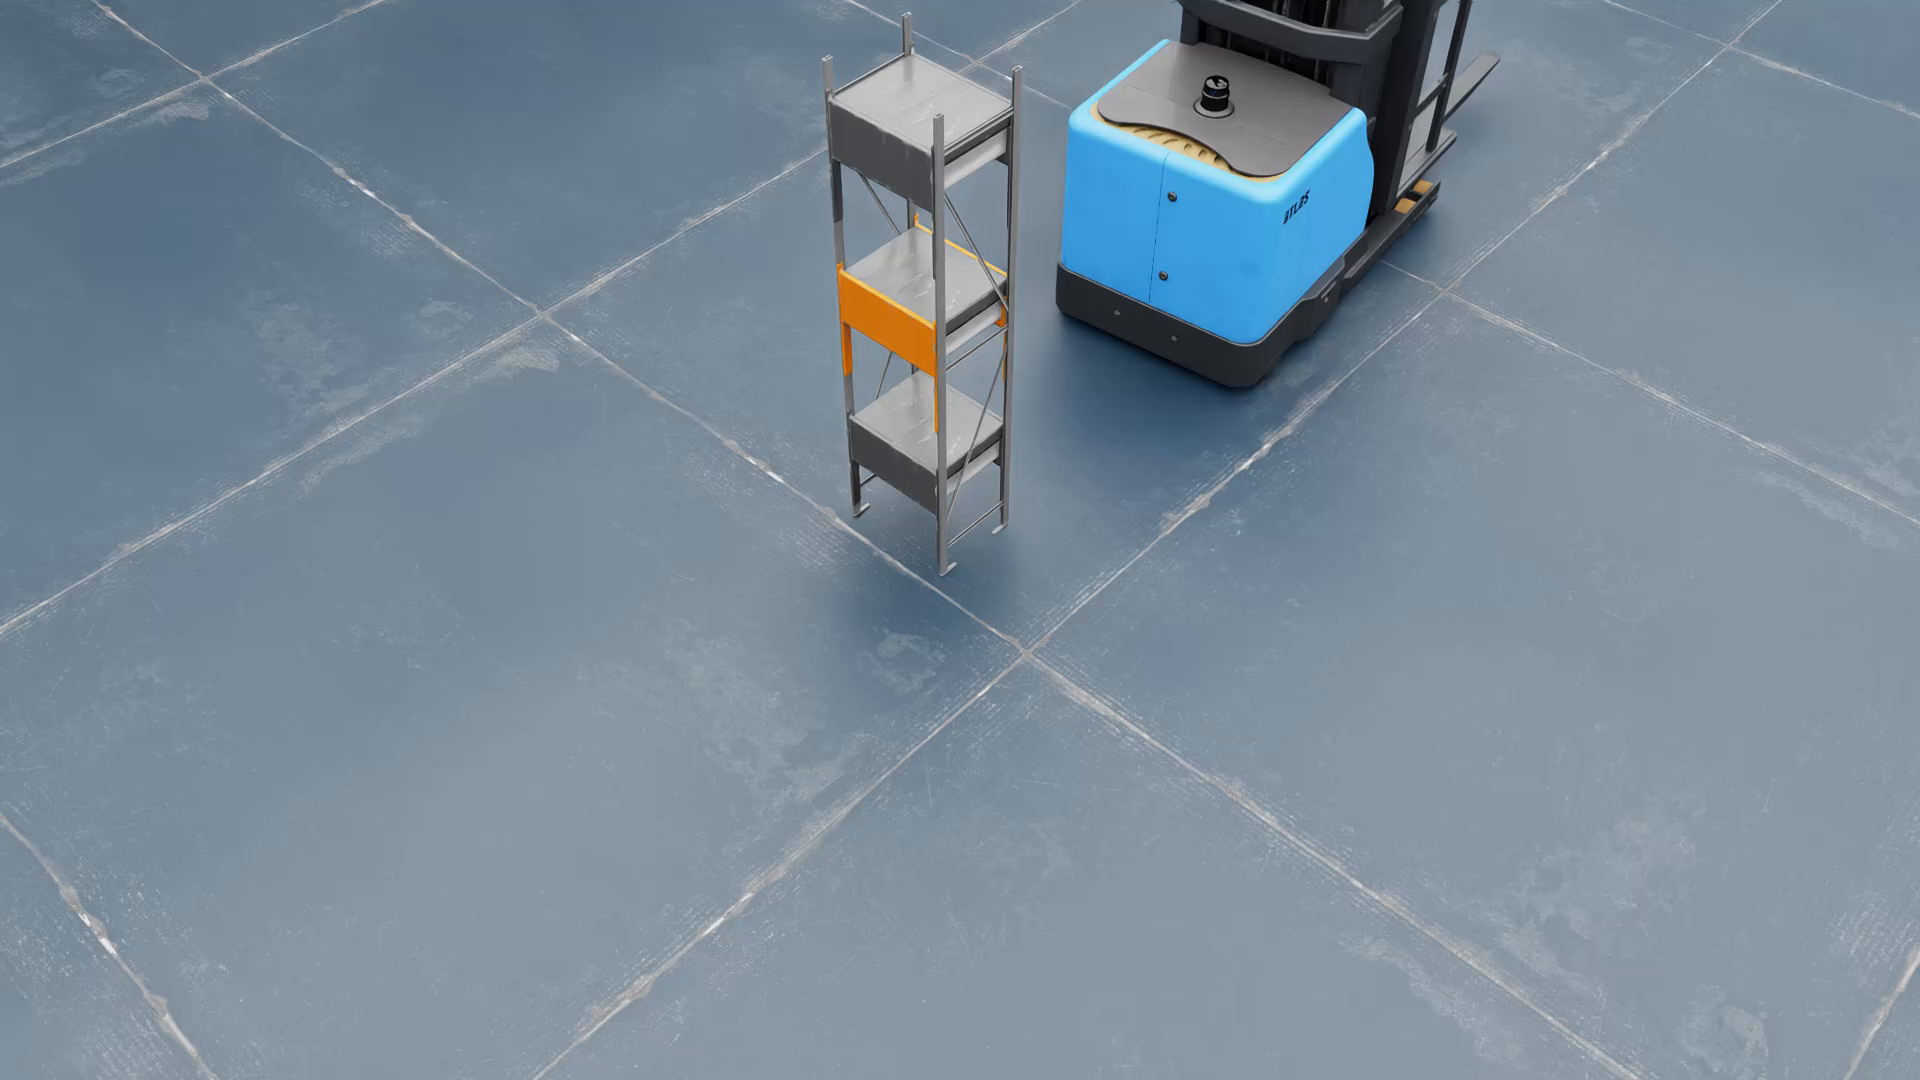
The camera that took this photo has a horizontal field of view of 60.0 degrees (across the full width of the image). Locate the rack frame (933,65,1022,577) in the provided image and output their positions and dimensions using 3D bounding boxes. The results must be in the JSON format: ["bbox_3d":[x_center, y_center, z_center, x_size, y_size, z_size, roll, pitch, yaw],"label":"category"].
[{"bbox_3d":[0.058,-0.680,5.948,0.015,2.100,0.400,34,55,28],"label":"rack frame"}]

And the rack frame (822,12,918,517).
[{"bbox_3d":[-0.301,-0.921,6.175,0.015,2.100,0.400,34,55,28],"label":"rack frame"}]

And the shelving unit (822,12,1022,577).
[{"bbox_3d":[-0.122,-0.801,6.061,0.503,2.100,0.431,34,55,28],"label":"shelving unit"}]

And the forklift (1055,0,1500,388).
[{"bbox_3d":[1.720,-2.703,7.277,1.130,2.935,3.031,28,53,24],"label":"forklift"}]

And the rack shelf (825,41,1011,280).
[{"bbox_3d":[-0.122,-1.270,5.561,0.480,0.518,0.431,34,55,28],"label":"rack shelf"}]

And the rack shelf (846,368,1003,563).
[{"bbox_3d":[-0.122,-0.312,6.582,0.480,0.518,0.431,34,55,28],"label":"rack shelf"}]

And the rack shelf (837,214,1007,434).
[{"bbox_3d":[-0.122,-0.791,6.071,0.480,0.518,0.431,34,55,28],"label":"rack shelf"}]
